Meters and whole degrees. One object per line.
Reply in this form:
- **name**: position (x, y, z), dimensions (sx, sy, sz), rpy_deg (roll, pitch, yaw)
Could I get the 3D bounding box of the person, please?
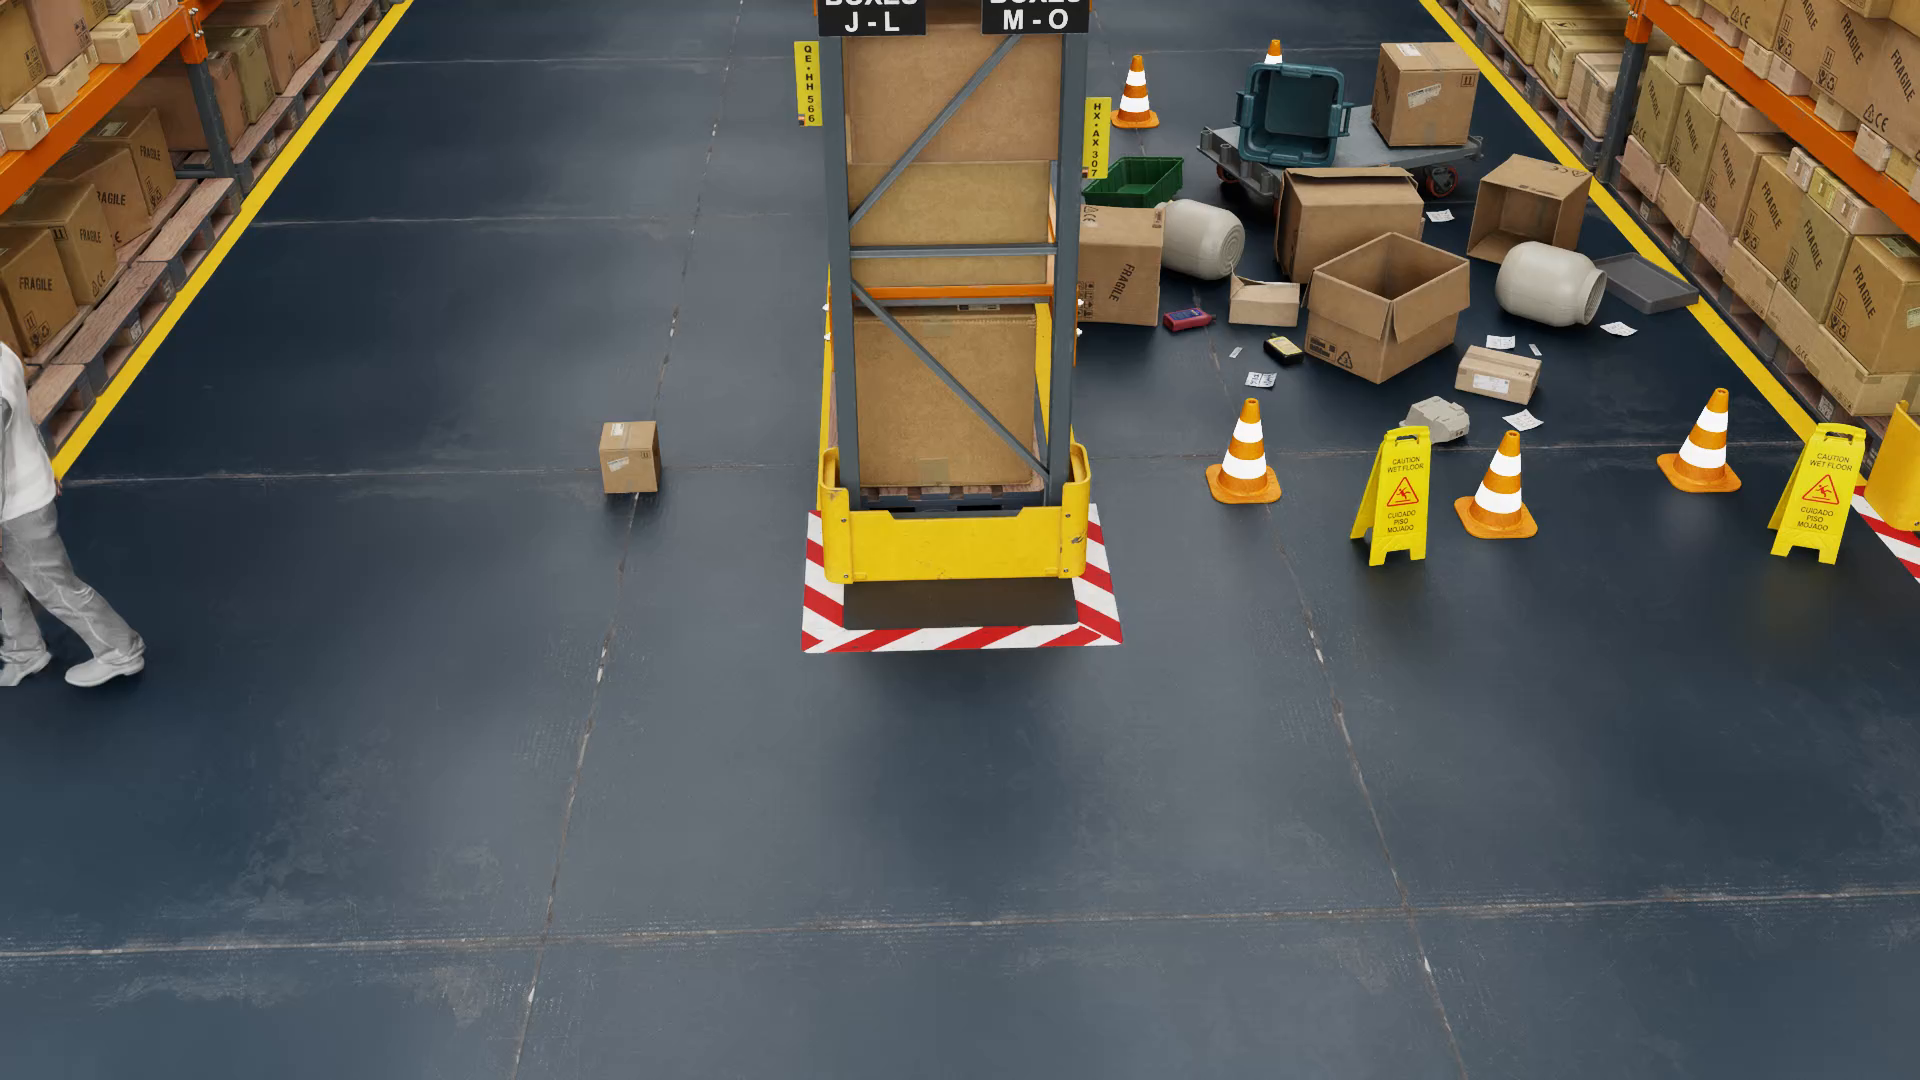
- **person**: position (-3.645, -0.125, 6.331), dimensions (0.621, 1.836, 0.570), rpy_deg (-15, 38, -20)
